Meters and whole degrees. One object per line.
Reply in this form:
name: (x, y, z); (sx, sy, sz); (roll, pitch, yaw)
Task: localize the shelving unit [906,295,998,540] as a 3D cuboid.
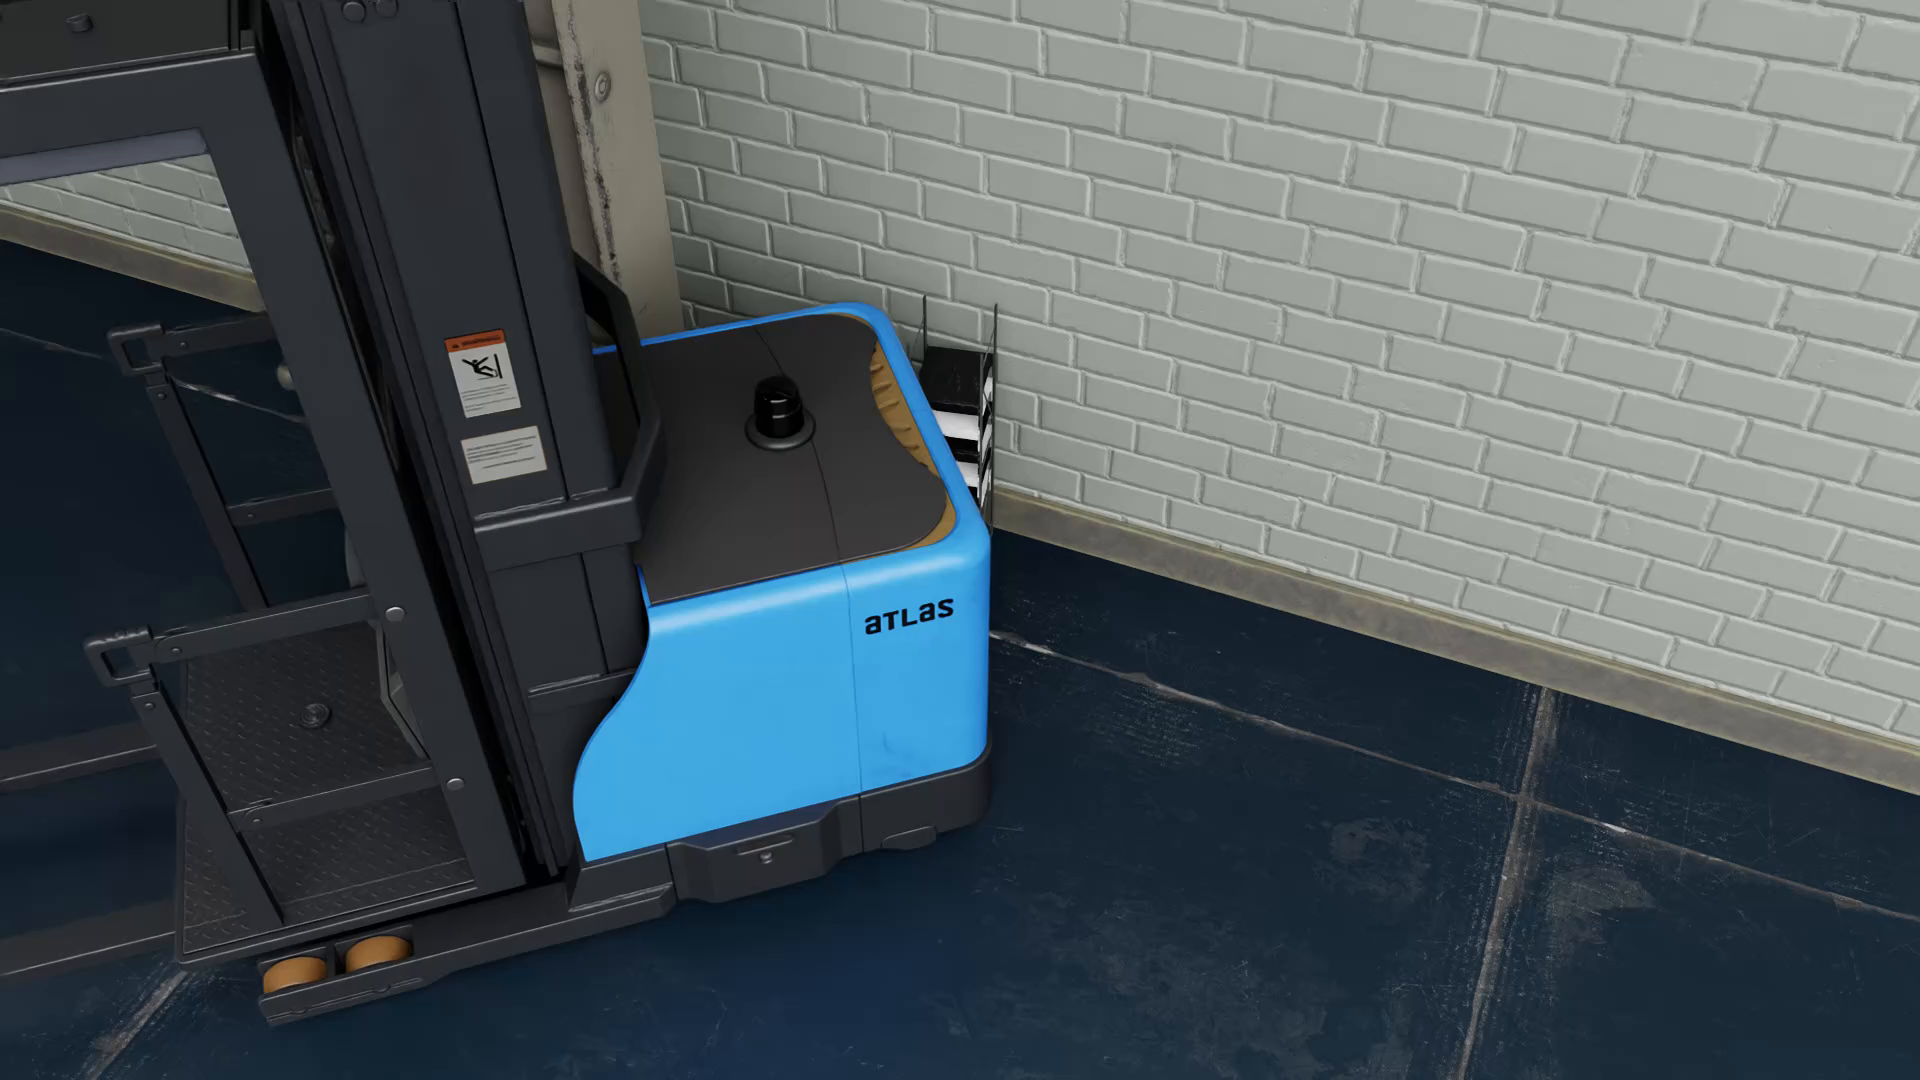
shelving unit: (-0.021, -0.273, 4.886); (0.210, 0.900, 0.258); (8, 45, 8)

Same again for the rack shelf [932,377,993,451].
rack shelf: (-0.021, -0.377, 4.783); (0.200, 0.077, 0.258); (8, 45, 8)

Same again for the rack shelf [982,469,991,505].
rack shelf: (-0.021, -0.121, 5.036); (0.200, 0.077, 0.258); (8, 45, 8)

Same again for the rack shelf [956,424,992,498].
rack shelf: (-0.021, -0.249, 4.909); (0.200, 0.077, 0.258); (8, 45, 8)

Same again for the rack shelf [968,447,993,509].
rack shelf: (-0.021, -0.185, 4.973); (0.200, 0.077, 0.258); (8, 45, 8)

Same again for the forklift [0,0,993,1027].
forklift: (-1.491, -0.286, 3.459); (3.031, 2.935, 1.130); (-13, 46, -12)

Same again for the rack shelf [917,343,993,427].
rack shelf: (-0.020, -0.440, 4.719); (0.200, 0.077, 0.258); (8, 45, 8)

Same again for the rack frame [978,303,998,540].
rack frame: (0.079, -0.259, 4.872); (0.006, 0.900, 0.240); (8, 45, 8)

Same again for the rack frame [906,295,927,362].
rack frame: (-0.121, -0.286, 4.900); (0.006, 0.900, 0.240); (8, 45, 8)

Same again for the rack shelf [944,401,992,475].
rack shelf: (-0.021, -0.313, 4.846); (0.200, 0.077, 0.258); (8, 45, 8)
